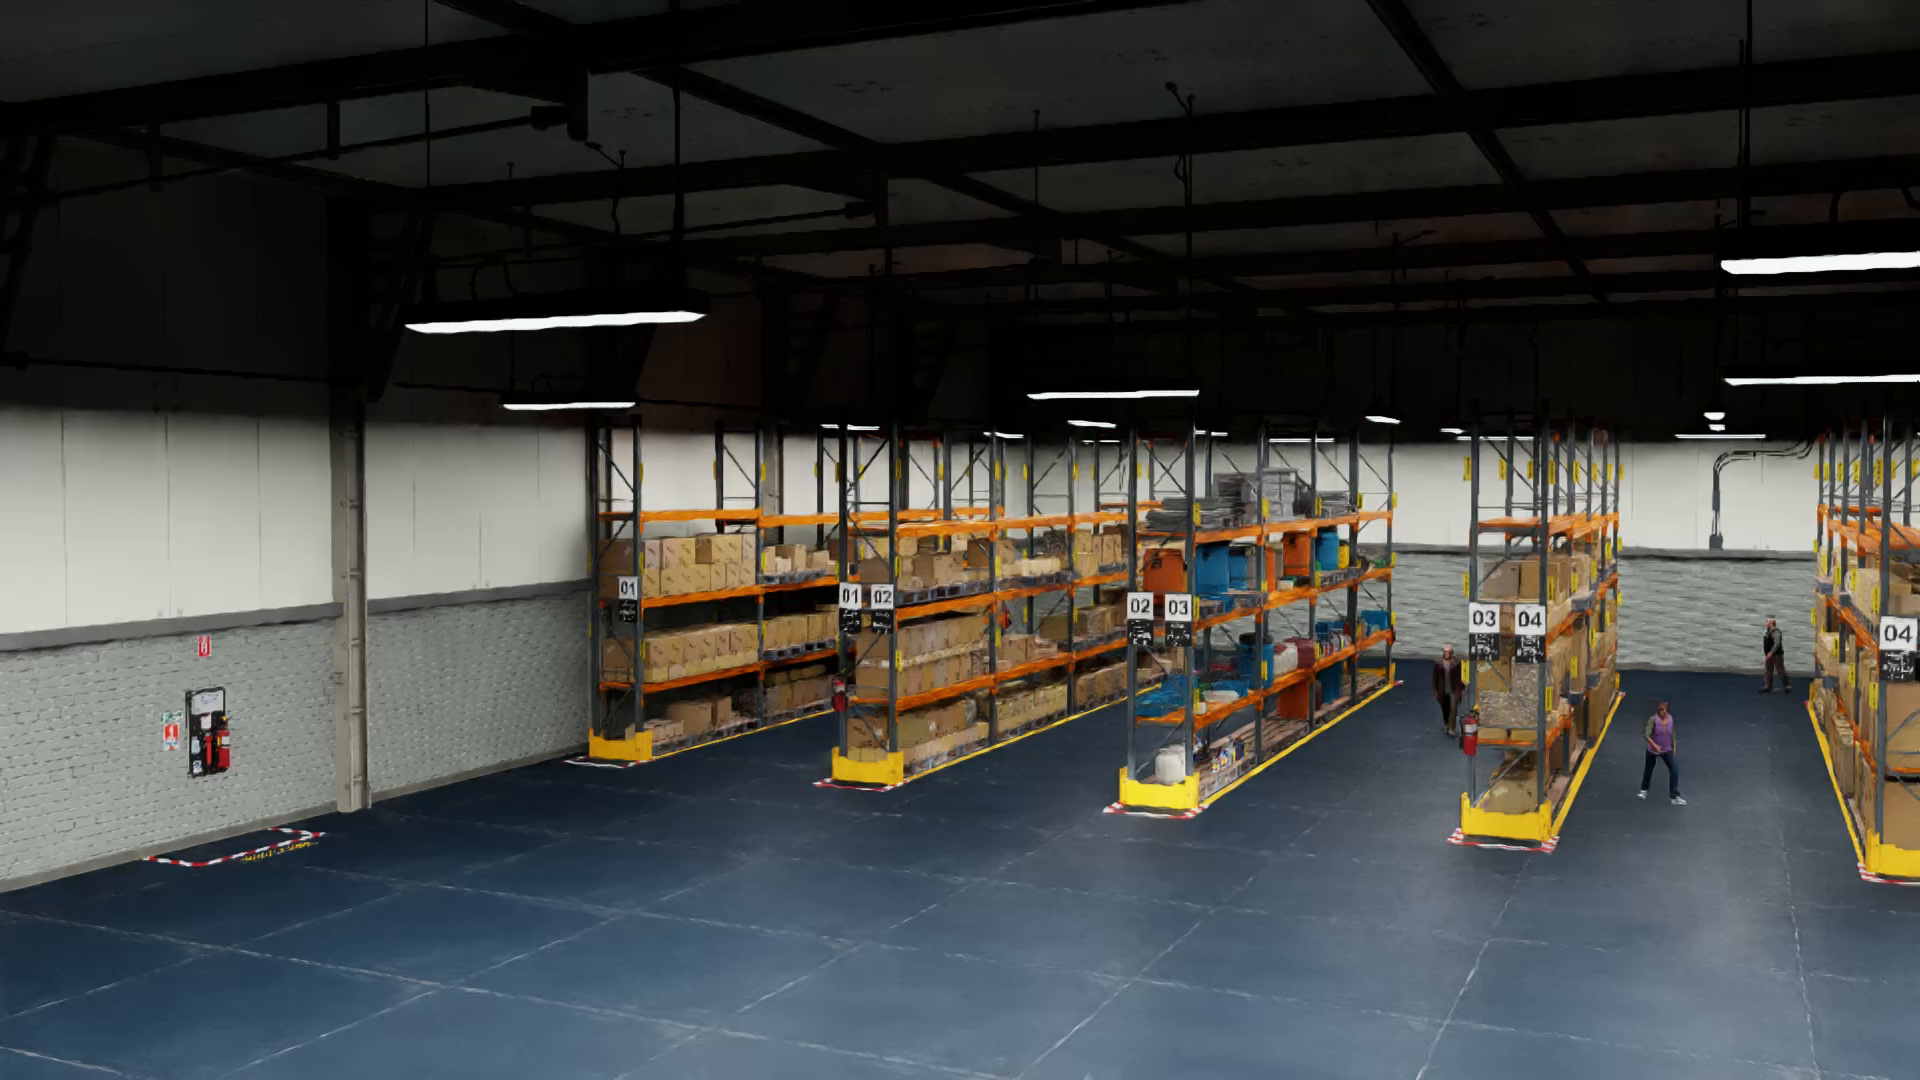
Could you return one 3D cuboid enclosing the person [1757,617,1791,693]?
[{"bbox_3d":[18.409,2.612,37.559,0.699,1.711,0.553,0,2,-3],"label":"person"}]

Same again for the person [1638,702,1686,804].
[{"bbox_3d":[10.616,3.189,25.195,0.569,1.530,0.774,0,2,7],"label":"person"}]

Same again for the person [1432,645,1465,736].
[{"bbox_3d":[9.264,2.834,31.596,0.598,1.698,1.193,1,3,27],"label":"person"}]
